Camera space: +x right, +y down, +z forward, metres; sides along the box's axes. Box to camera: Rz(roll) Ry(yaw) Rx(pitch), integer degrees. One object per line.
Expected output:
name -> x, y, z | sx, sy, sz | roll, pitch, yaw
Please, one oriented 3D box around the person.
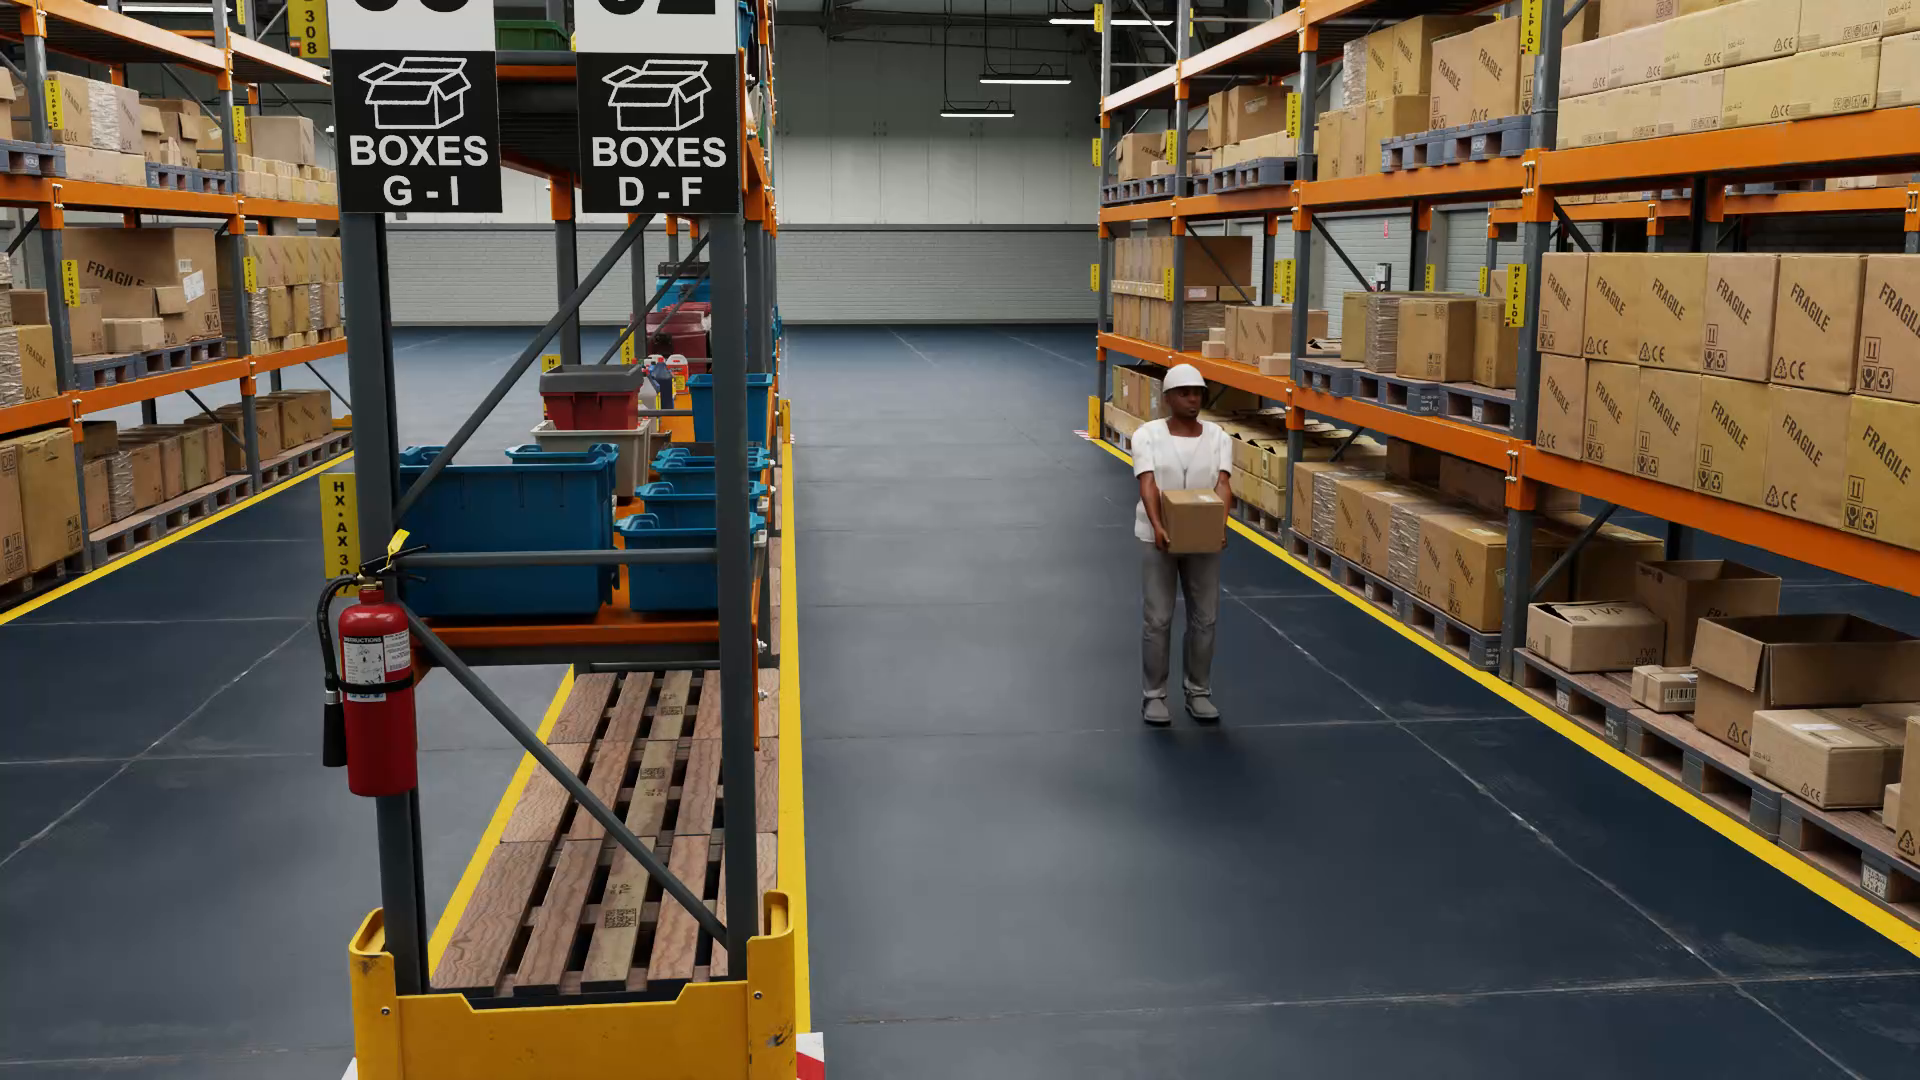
person -> 1.111, 0.027, 8.196 | 0.503, 1.760, 0.587 | -1, 10, -5
